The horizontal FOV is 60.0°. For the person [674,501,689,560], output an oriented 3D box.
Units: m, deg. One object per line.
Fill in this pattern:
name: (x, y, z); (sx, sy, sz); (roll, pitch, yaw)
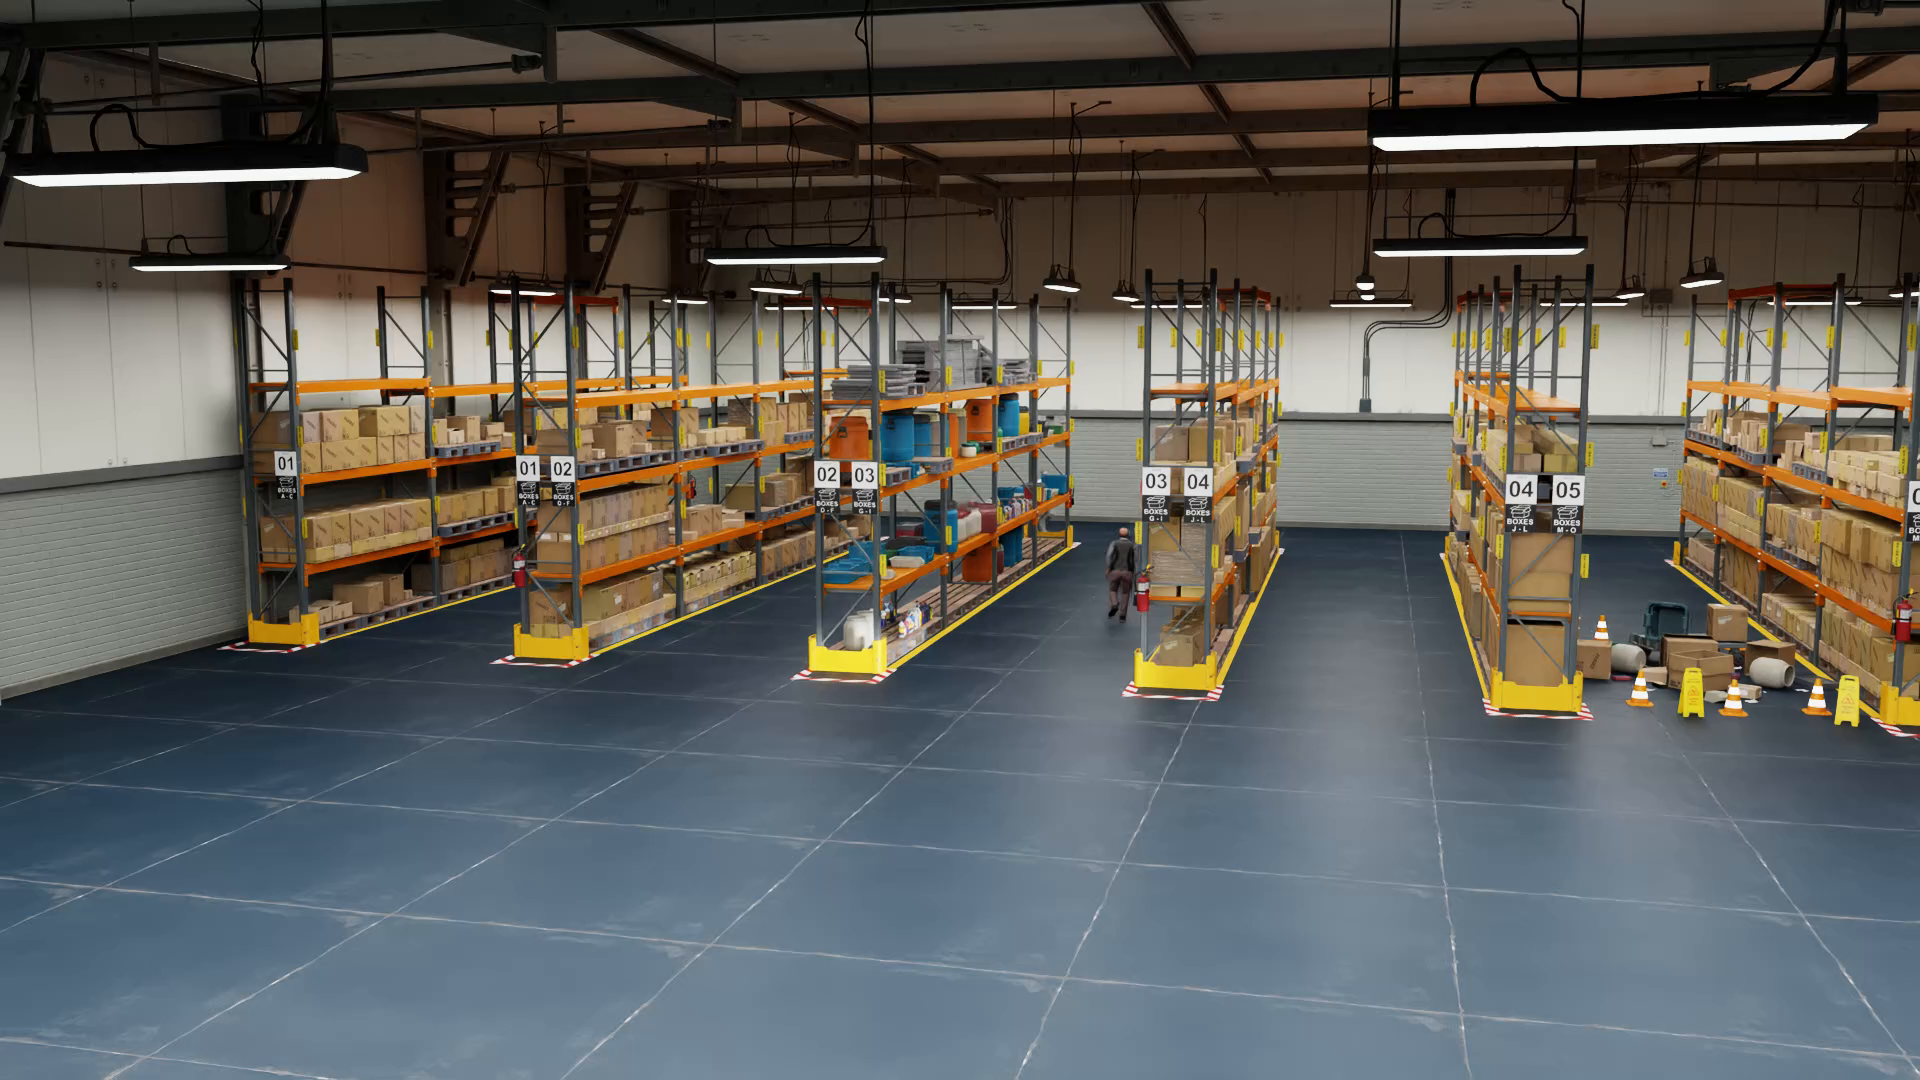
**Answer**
person: (-5.921, -0.041, 35.425); (0.484, 1.598, 0.367); (1, 7, 6)

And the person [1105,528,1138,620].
person: (2.920, 0.603, 30.089); (0.598, 1.611, 0.752); (1, 7, 7)

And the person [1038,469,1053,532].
person: (2.184, -1.022, 43.202); (0.454, 1.667, 0.539); (-4, 8, -32)
